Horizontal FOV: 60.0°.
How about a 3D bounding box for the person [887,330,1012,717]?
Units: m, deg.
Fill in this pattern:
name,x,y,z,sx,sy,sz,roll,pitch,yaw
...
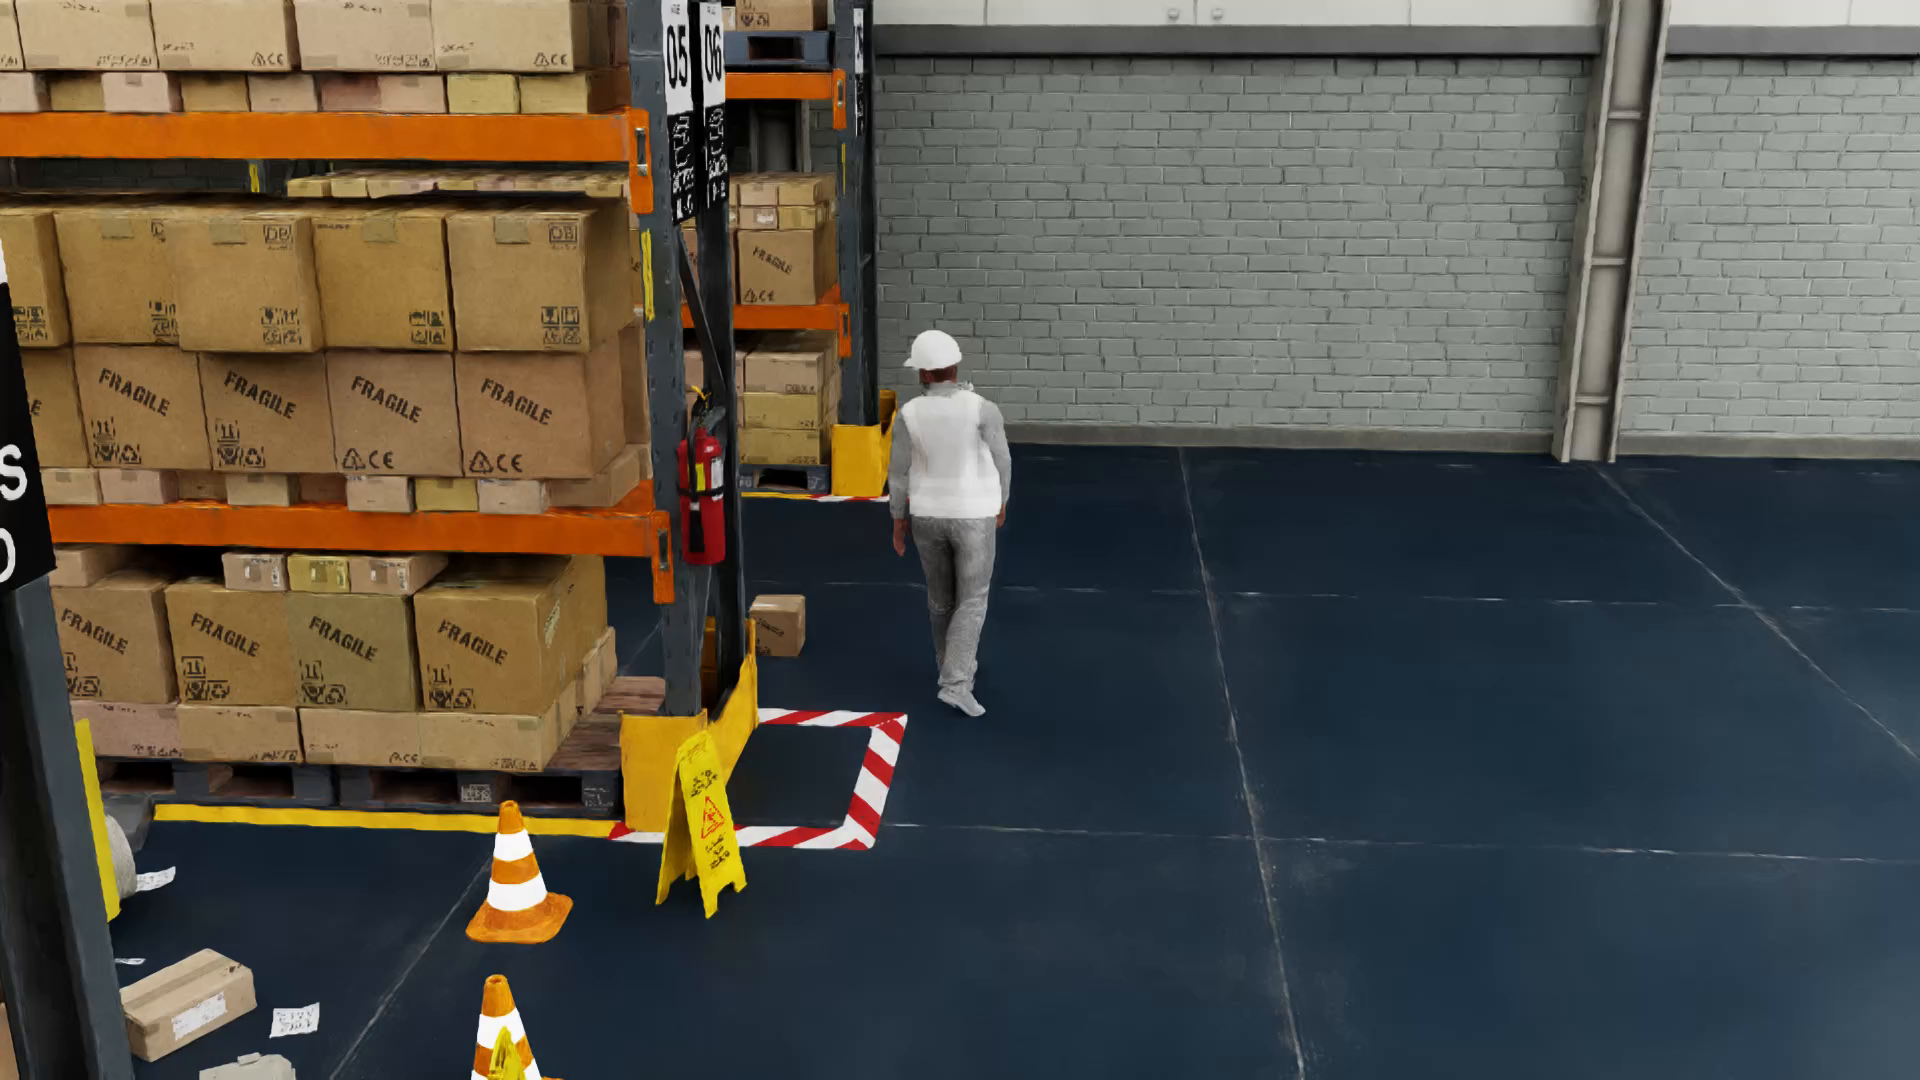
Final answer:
name,x,y,z,sx,sy,sz,roll,pitch,yaw
person,-0.040,-0.084,7.852,0.556,1.832,0.667,7,19,21
